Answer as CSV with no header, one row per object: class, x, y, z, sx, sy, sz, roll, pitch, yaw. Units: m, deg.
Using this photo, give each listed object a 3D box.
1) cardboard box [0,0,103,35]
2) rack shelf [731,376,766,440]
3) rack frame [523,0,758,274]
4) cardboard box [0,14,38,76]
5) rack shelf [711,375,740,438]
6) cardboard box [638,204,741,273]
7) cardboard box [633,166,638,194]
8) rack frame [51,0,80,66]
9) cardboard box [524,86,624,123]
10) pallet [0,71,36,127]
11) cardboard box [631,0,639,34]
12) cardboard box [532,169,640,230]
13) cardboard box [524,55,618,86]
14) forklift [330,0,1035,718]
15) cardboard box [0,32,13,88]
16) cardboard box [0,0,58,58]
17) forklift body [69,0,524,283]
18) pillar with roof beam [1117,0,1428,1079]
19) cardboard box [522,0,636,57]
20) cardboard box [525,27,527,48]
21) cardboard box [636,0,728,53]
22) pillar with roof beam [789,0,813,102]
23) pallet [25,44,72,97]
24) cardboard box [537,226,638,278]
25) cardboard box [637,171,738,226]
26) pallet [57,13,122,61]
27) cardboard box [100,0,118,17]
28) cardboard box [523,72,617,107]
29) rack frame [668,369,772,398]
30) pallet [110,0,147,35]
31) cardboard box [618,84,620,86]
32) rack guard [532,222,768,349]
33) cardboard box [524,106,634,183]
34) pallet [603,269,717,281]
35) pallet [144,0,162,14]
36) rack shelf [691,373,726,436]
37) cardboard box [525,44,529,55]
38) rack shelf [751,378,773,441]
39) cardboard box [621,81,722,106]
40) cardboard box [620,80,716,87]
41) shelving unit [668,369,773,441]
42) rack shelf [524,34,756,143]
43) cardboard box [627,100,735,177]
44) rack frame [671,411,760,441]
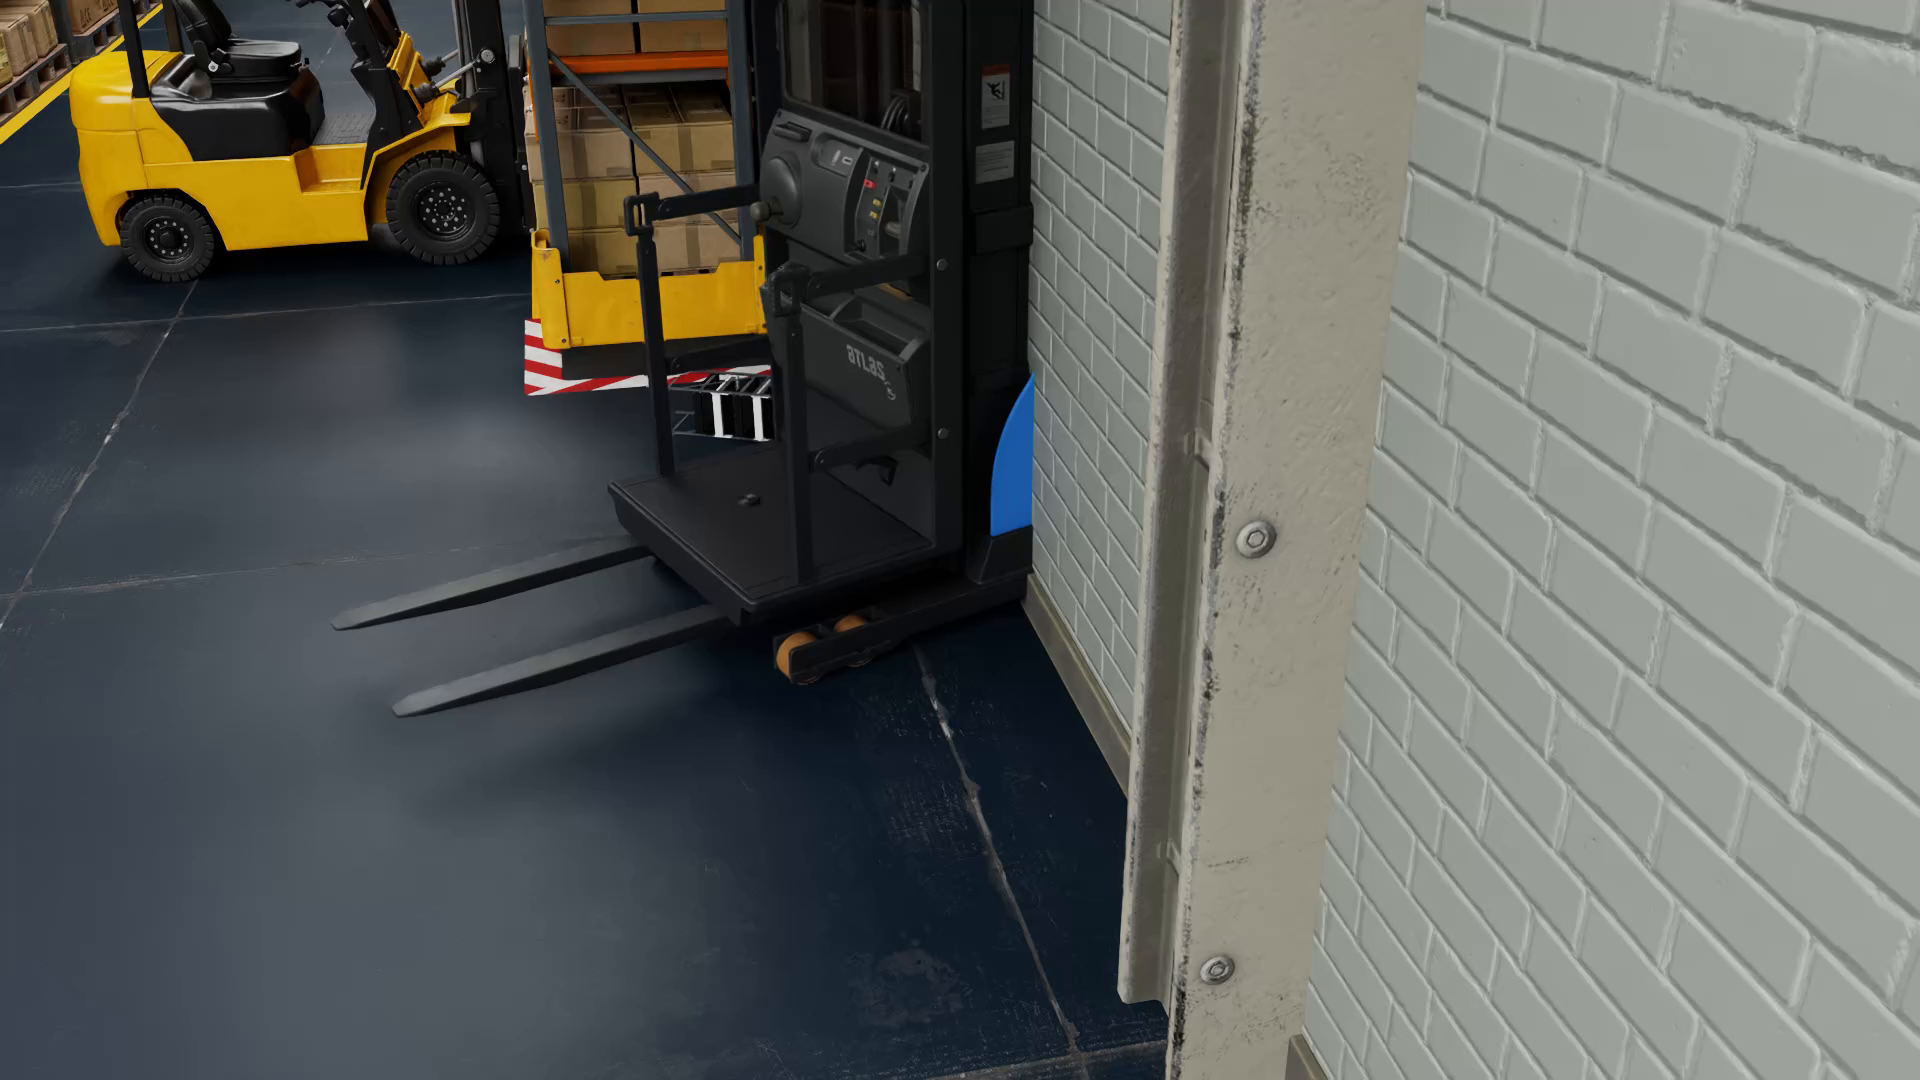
cardboard box,-8.208,-4.964,14.648,0.875,0.875,0.875,-6,27,-12
rack shelf,-0.899,-0.574,7.146,0.077,0.200,0.258,5,27,12
rack frame,-1.495,-2.407,7.690,1.000,3.000,0.127,-6,27,-12
cardboard box,-7.841,-3.855,13.010,0.950,0.372,0.625,-6,27,-13
rack shelf,-0.987,-0.582,7.164,0.077,0.200,0.258,5,27,12
cardboard box,-1.415,-1.602,8.681,0.500,0.250,0.500,-6,27,-11
cardboard box,-1.522,-2.037,8.987,0.500,0.250,0.500,-6,27,-12
rack frame,-8.133,-5.413,13.646,1.000,3.000,0.127,-6,27,-12
cardboard box,-2.023,-2.207,8.770,0.500,0.250,0.500,-5,27,-11
pallet,-7.687,-3.291,12.535,1.003,0.211,1.213,-6,27,-12
cardboard box,-1.475,-2.924,8.603,0.500,0.500,0.500,-5,27,-10
cardboard box,-1.909,-1.772,8.462,0.500,0.250,0.500,-6,27,-12
cardboard box,-2.254,-2.651,9.649,0.500,0.250,0.500,-7,28,-13
forklift,-0.553,-1.115,5.207,3.031,2.935,1.130,-17,32,-30
cardboard box,-7.676,-3.522,12.349,0.950,0.372,0.625,-5,27,-10
cardboard box,-8.015,-4.179,13.650,0.950,0.372,0.625,-8,28,-15
forklift body,-3.700,-2.675,9.163,2.313,2.155,1.214,-6,27,-12
pillar with roof beam,-3.616,-2.411,1.040,9.100,9.000,0.400,-6,27,-12
cardboard box,-1.862,-2.641,8.042,0.500,0.500,0.500,-7,28,-13
cardboard box,-2.488,-3.100,10.538,0.500,0.250,0.500,-6,27,-12
cardboard box,-1.336,-2.697,8.154,0.500,0.500,0.500,-5,27,-10
pillar with roof beam,-4.968,-5.045,6.259,9.100,9.000,0.400,-6,27,-12
pallet,-7.958,-3.825,13.594,1.003,0.211,1.213,-6,27,-12
cardboard box,-1.909,-1.541,8.560,0.500,0.250,0.500,-6,27,-11
cardboard box,-1.398,-1.818,8.553,0.500,0.250,0.500,-5,27,-11
pallet,-8.237,-4.522,14.975,1.003,0.211,1.213,-6,27,-12
cardboard box,-8.405,-5.356,15.424,0.875,0.875,0.875,-6,27,-11
cardboard box,-2.147,-2.428,9.207,0.500,0.250,0.500,-6,27,-11
rack frame,-0.845,-0.659,7.089,0.900,0.006,0.240,5,27,12
pallet,-8.509,-5.057,16.034,1.003,0.211,1.213,-6,27,-12
cardboard box,-1.746,-2.709,9.764,0.500,0.250,0.500,-6,27,-13
rack guard,-1.489,-1.280,8.232,1.175,0.500,0.348,-6,27,-12
cardboard box,-1.902,-1.984,8.327,0.500,0.250,0.500,-5,27,-10
pallet,-1.708,-1.494,8.975,1.003,0.211,1.213,-6,27,-12
pallet,-8.787,-5.593,17.097,1.003,0.211,1.213,-6,27,-12
rack shelf,-1.075,-0.590,7.182,0.077,0.200,0.258,5,27,12
cardboard box,-2.364,-2.882,10.107,0.500,0.250,0.500,-5,27,-10
rack shelf,-0.811,-0.565,7.128,0.077,0.200,0.258,5,27,12
cardboard box,-1.535,-2.262,8.879,0.500,0.250,0.500,-6,27,-12
cardboard box,-1.637,-2.483,9.316,0.500,0.250,0.500,-6,27,-12
shelving unit,-0.844,-0.568,7.135,0.900,0.210,0.258,5,27,12
rack shelf,-1.946,-2.964,9.591,1.077,0.370,4.000,-6,27,-12
cardboard box,-1.419,-2.043,8.445,0.500,0.250,0.500,-6,27,-12
rack frame,-0.843,-0.478,7.180,0.900,0.006,0.240,5,27,12
